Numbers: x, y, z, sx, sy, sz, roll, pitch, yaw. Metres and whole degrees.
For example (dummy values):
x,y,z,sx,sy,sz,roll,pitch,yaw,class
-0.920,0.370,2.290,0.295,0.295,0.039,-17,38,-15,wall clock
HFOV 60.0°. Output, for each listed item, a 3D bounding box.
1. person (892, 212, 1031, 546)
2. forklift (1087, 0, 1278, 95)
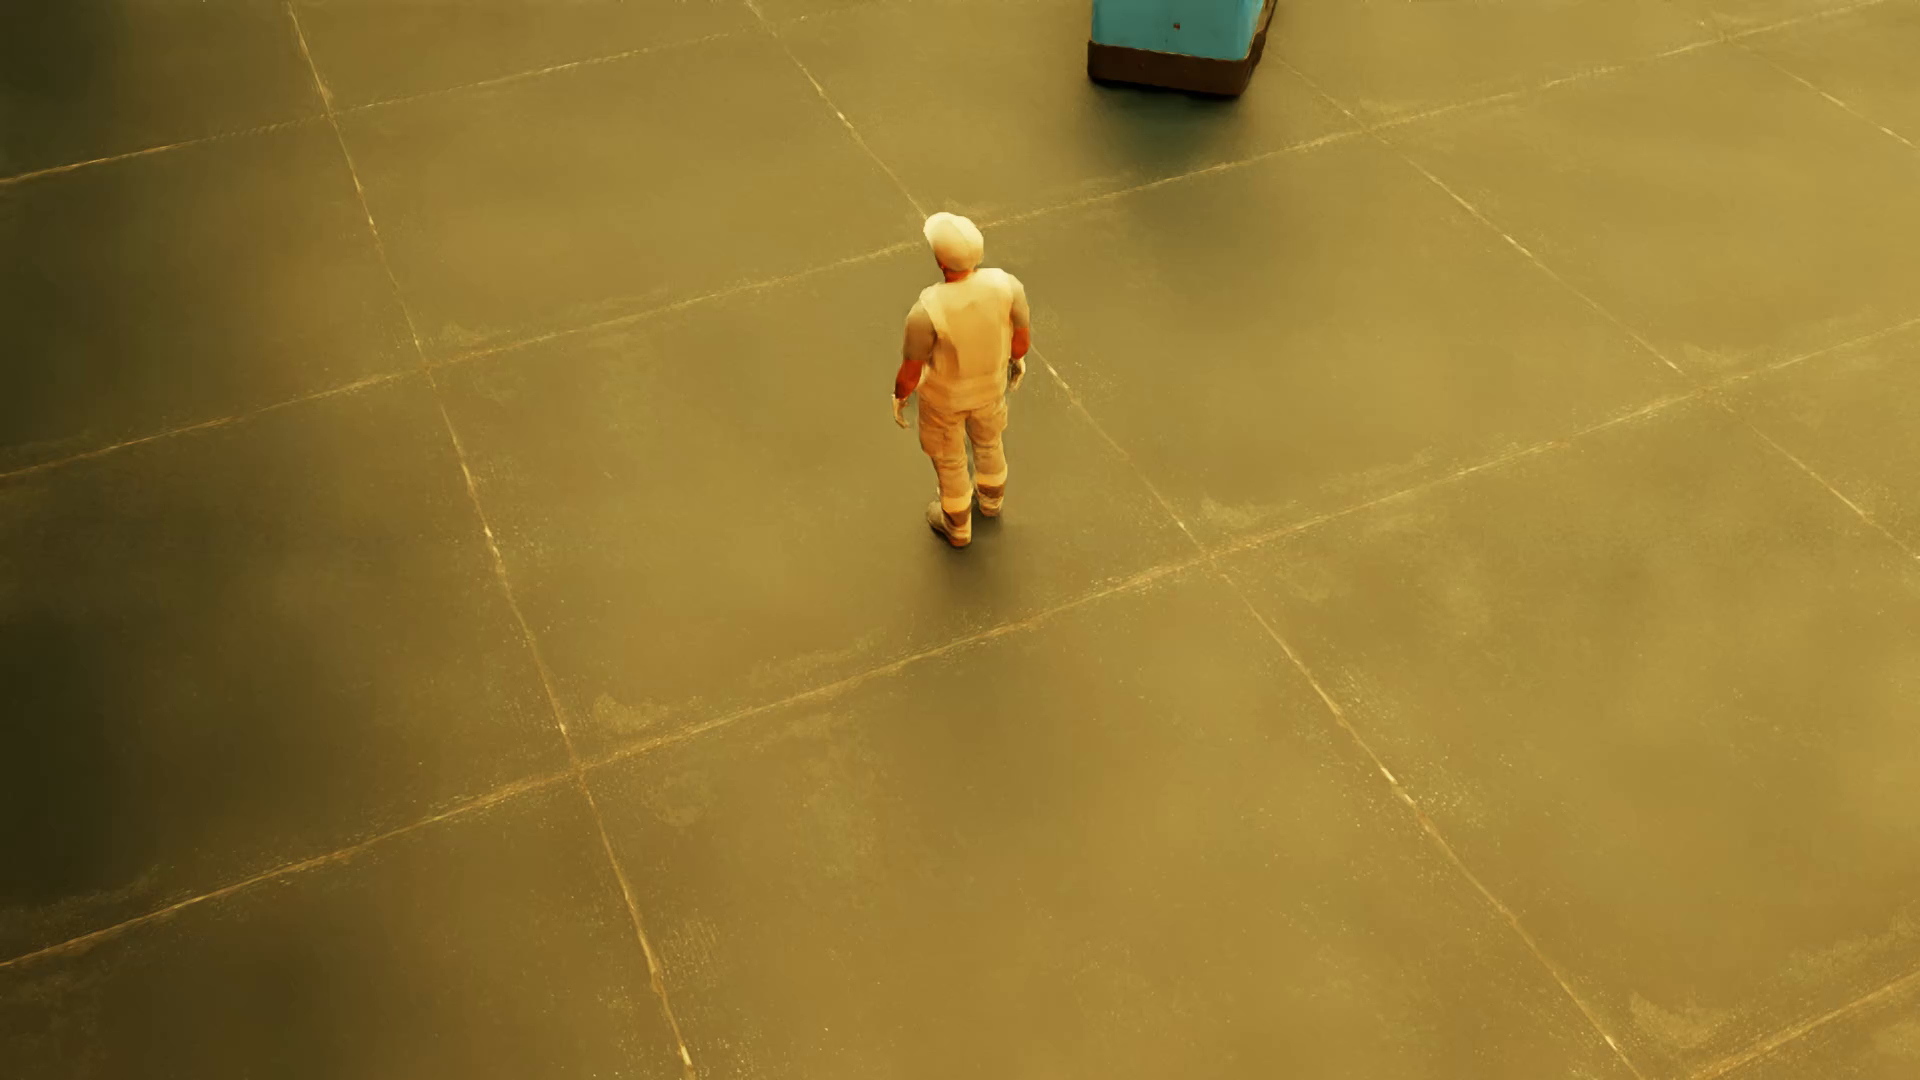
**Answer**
x,y,z,sx,sy,sz,roll,pitch,yaw,class
-0.024,-0.712,7.270,0.637,1.787,0.563,-18,46,-18,person
1.735,-4.990,11.027,1.130,2.935,3.031,11,44,11,forklift
